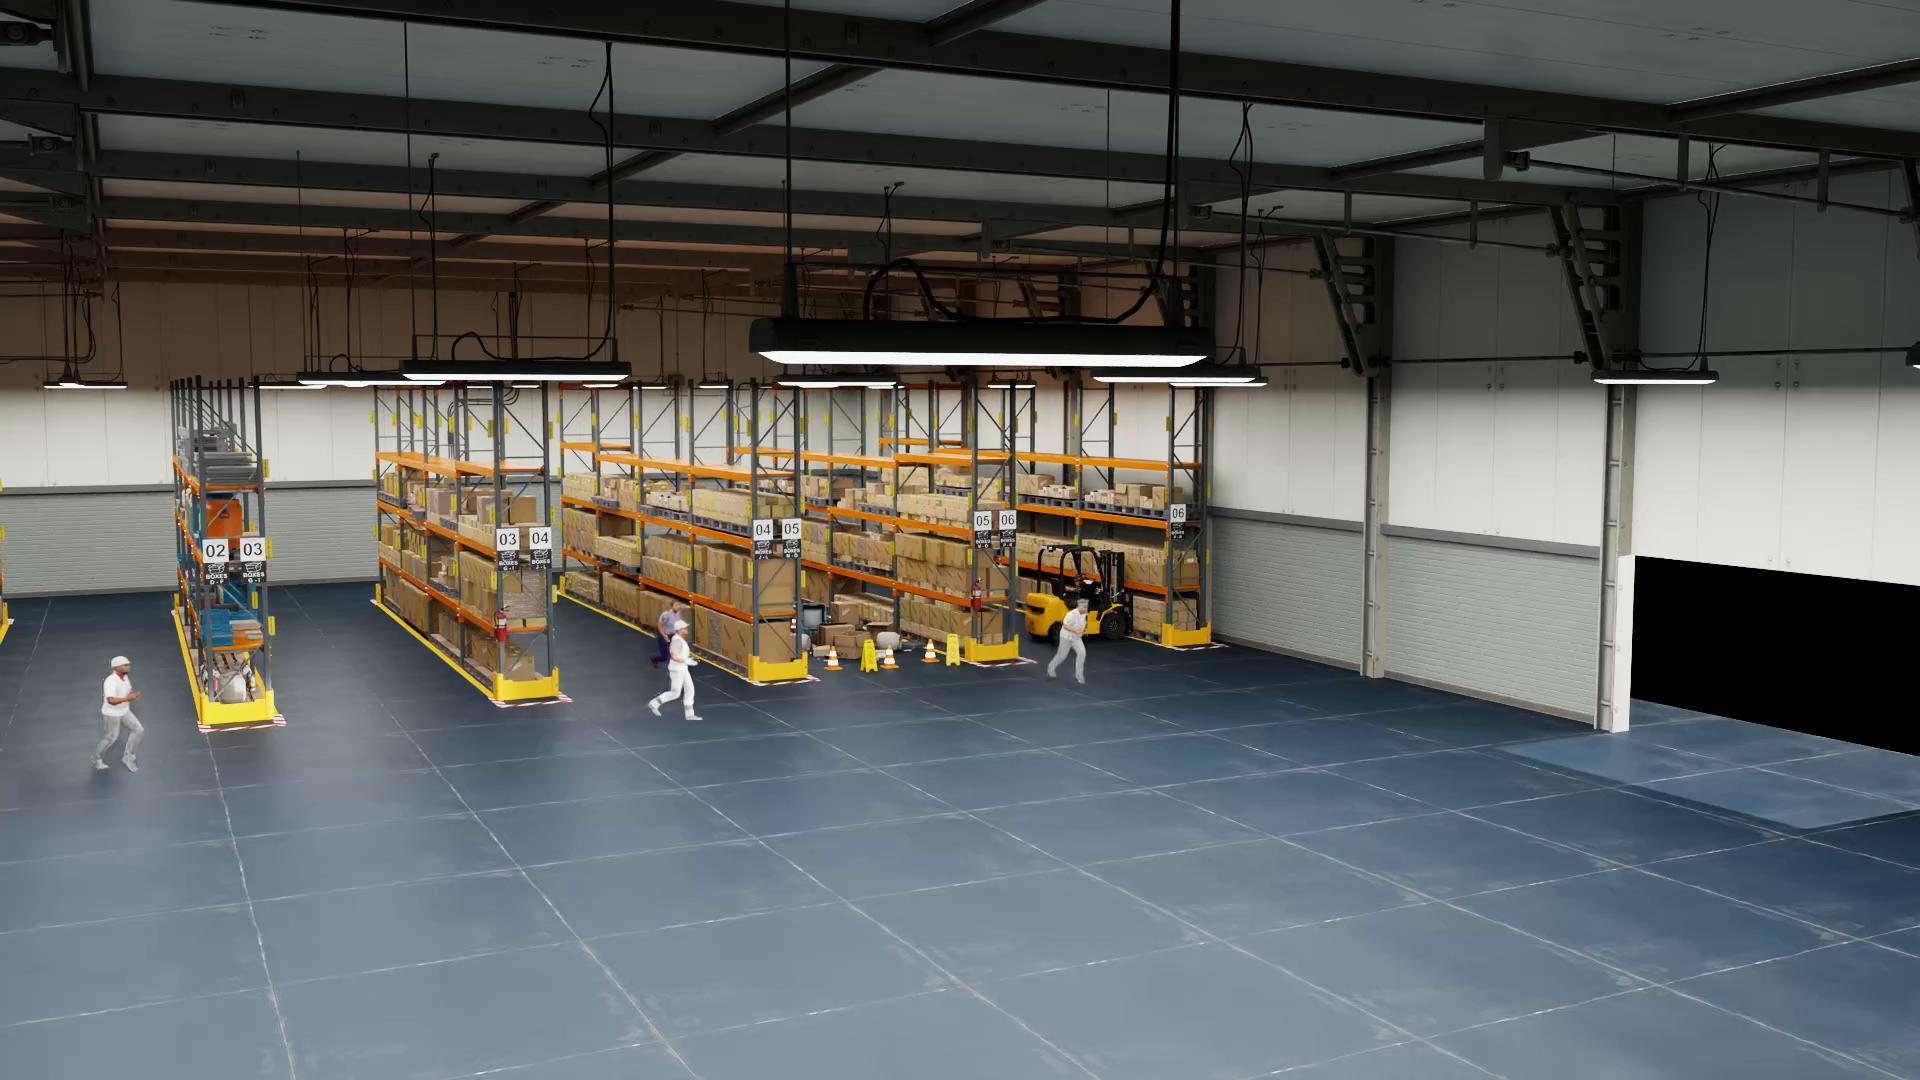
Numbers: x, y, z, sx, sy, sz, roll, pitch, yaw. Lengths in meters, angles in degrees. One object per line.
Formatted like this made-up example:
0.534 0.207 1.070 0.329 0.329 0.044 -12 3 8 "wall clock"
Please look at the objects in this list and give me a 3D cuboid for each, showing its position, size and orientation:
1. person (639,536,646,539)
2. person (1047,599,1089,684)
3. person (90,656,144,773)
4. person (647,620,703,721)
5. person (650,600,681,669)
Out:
-9.062 0.664 47.989 0.624 1.630 0.627 -5 7 -45 "person"
2.149 1.995 32.977 1.018 1.722 0.706 5 7 43 "person"
-12.689 2.633 24.995 0.834 1.784 0.727 0 5 -1 "person"
-4.951 2.271 28.863 0.940 1.770 0.640 0 5 1 "person"
-5.824 1.998 33.173 0.920 1.646 0.606 4 7 40 "person"
